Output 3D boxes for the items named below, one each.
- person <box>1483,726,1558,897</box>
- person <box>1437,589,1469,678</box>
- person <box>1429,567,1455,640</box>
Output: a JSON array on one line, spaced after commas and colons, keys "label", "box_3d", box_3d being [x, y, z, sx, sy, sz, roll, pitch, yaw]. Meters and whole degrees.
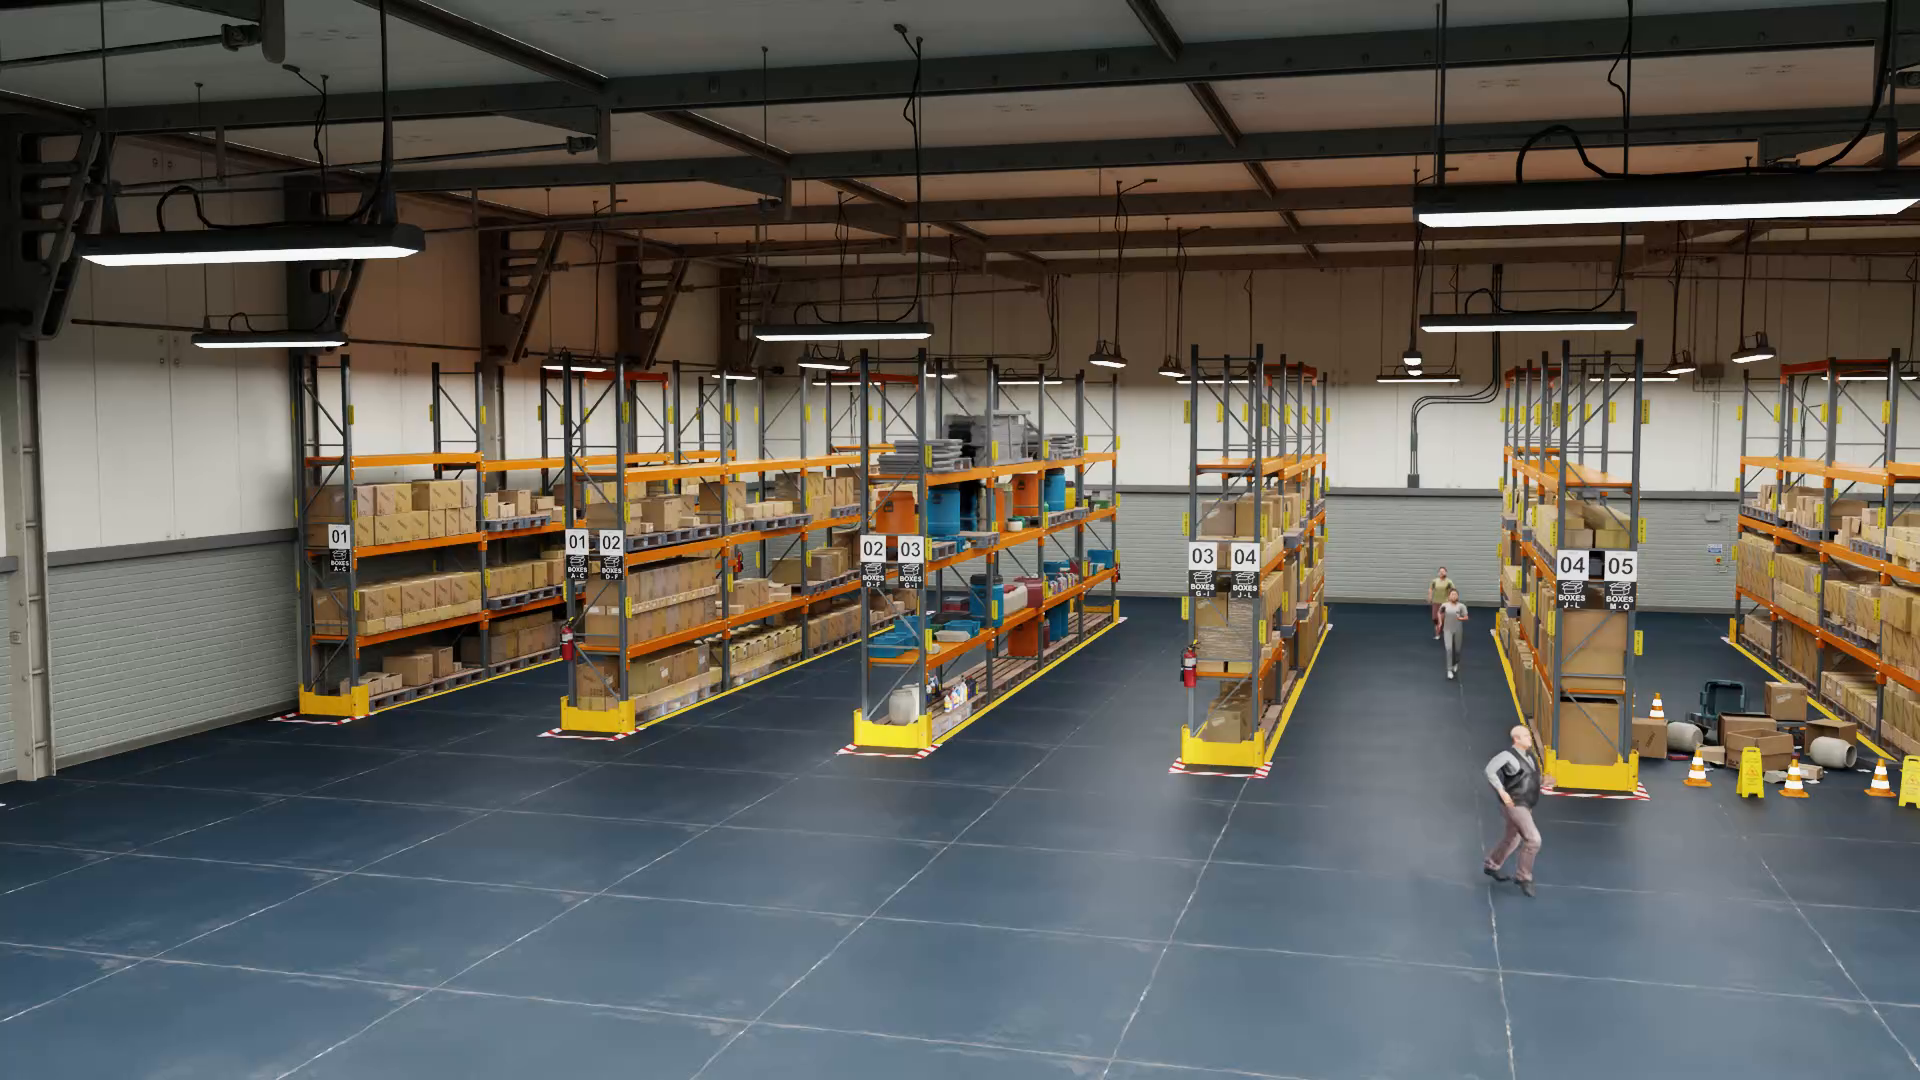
[{"label": "person", "box_3d": [5.879, 2.841, 17.513, 0.777, 1.782, 0.638, 4, 6, 42]}, {"label": "person", "box_3d": [9.432, 1.757, 31.821, 0.564, 1.655, 0.969, 1, 4, 14]}, {"label": "person", "box_3d": [10.792, 1.407, 37.237, 0.595, 1.624, 0.577, 2, 5, 24]}]
